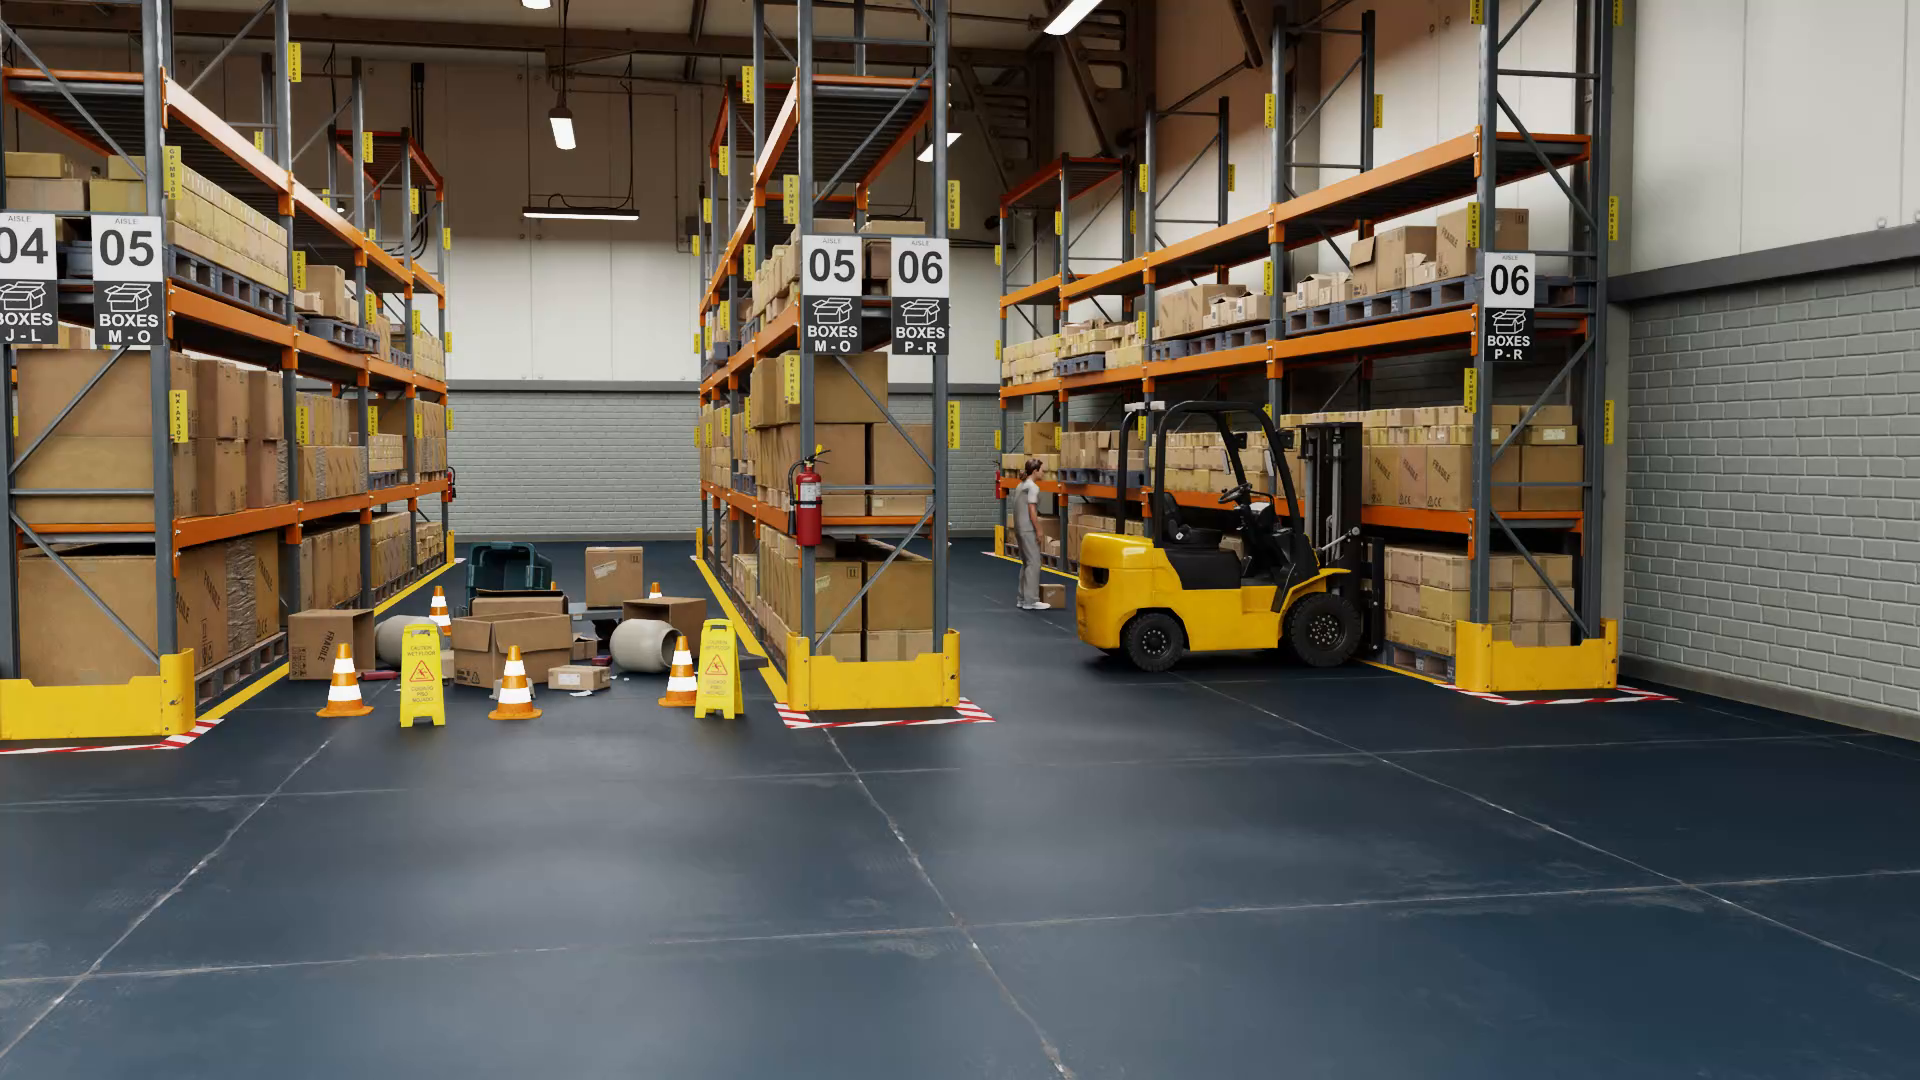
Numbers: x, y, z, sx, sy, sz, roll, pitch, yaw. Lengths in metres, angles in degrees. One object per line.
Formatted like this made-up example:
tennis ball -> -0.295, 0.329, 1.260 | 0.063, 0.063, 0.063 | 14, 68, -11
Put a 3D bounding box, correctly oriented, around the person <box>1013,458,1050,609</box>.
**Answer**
person -> 0.786, -0.076, 18.556 | 0.356, 1.673, 0.512 | -1, 3, -14
